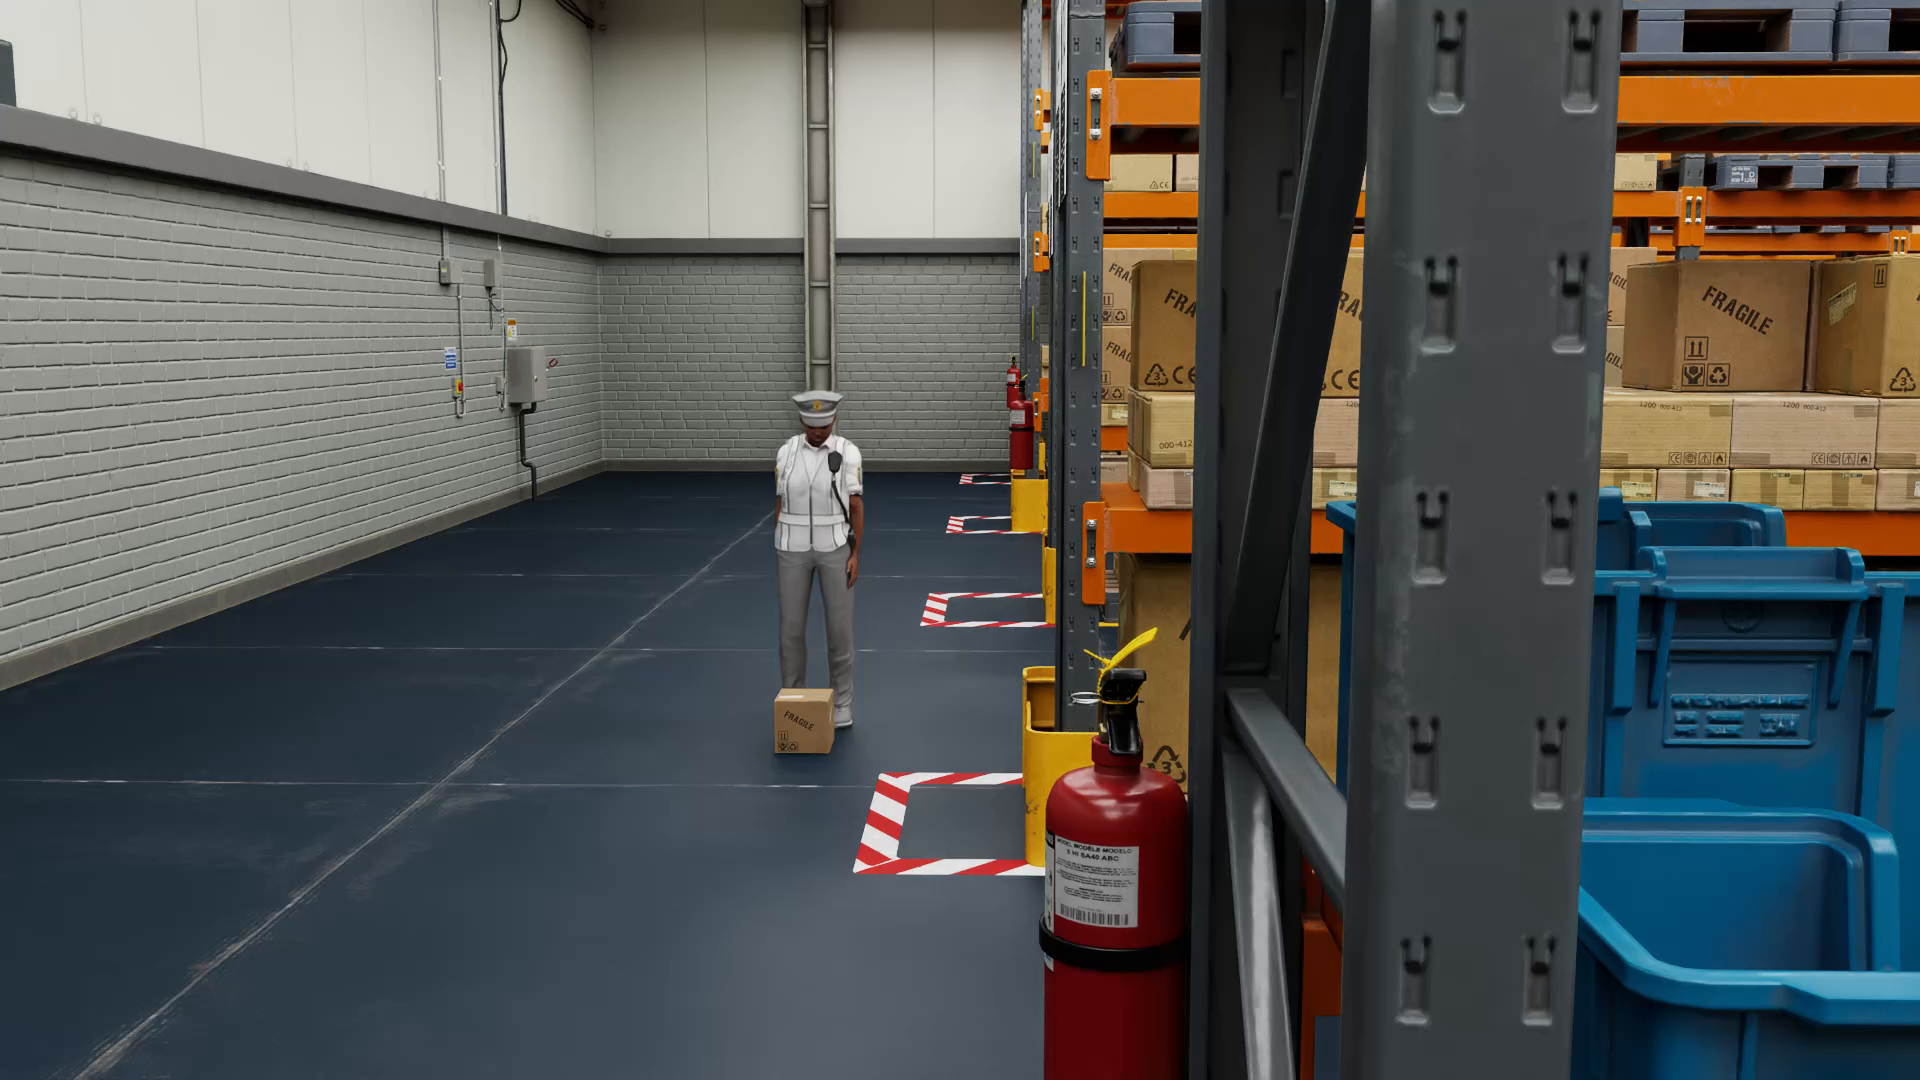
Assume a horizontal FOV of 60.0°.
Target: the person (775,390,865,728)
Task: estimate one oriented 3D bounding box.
[{"bbox_3d":[-0.687,0.092,8.149,0.443,1.651,0.351,0,7,2],"label":"person"}]
